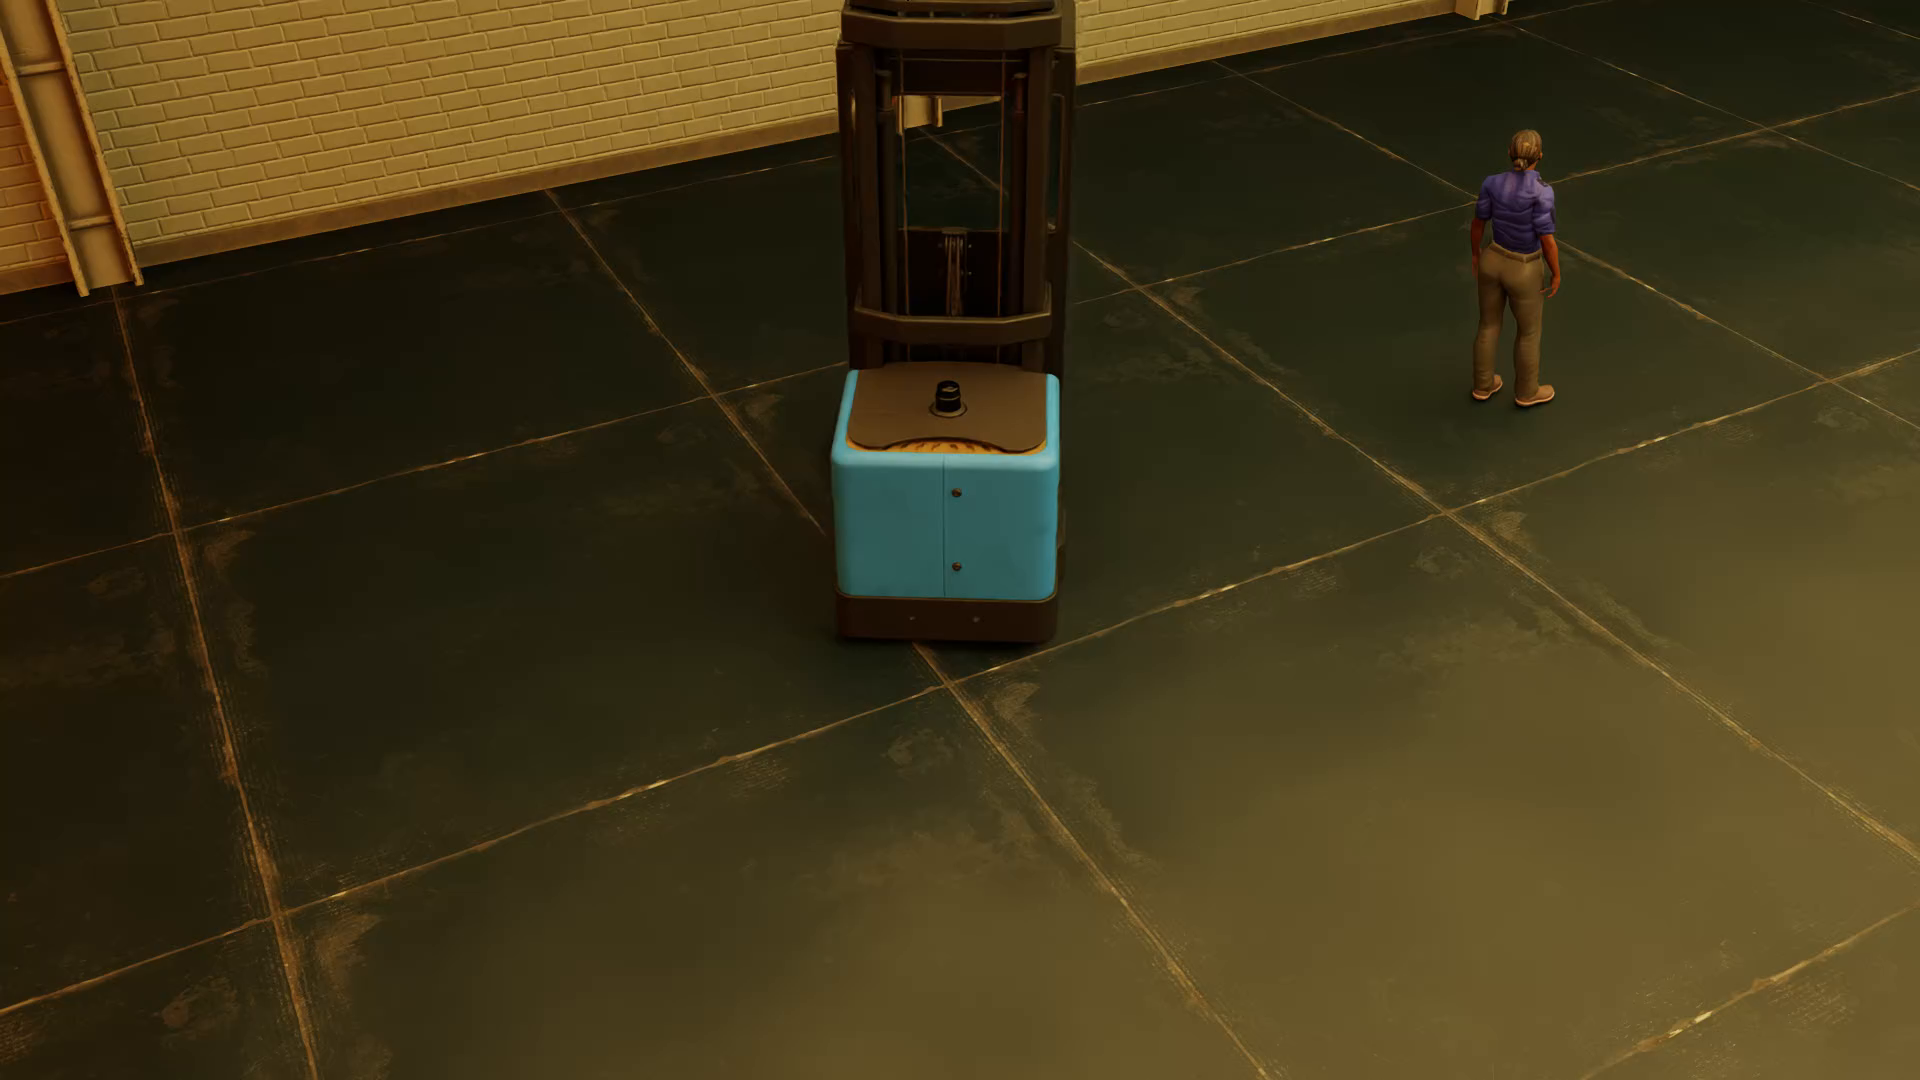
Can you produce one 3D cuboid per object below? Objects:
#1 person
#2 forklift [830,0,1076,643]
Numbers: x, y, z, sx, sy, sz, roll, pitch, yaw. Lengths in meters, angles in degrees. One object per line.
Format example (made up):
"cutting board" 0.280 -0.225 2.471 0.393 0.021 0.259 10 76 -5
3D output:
"person" 3.169 -1.545 9.402 0.504 1.654 0.569 -30 45 -35
"forklift" -0.006 -1.537 8.297 1.130 2.935 3.031 1 35 2
